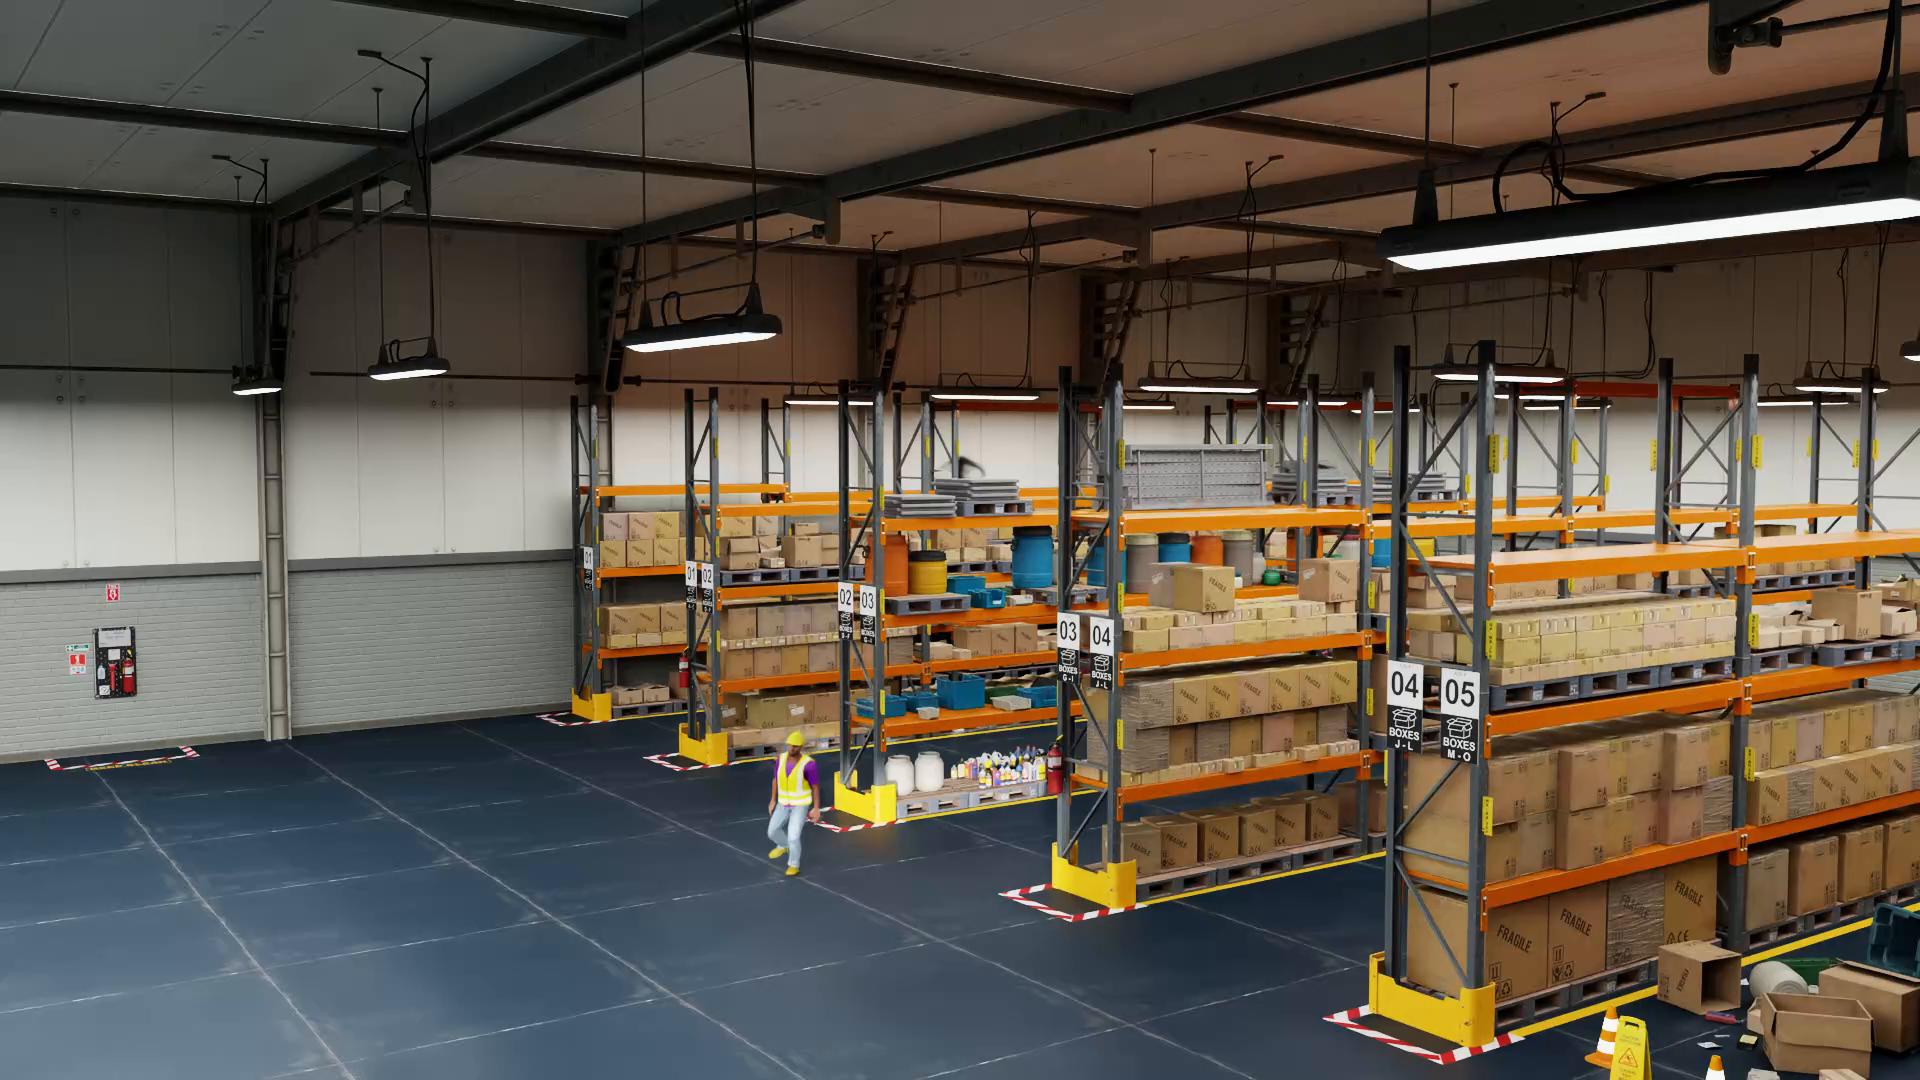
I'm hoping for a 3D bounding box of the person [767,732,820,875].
[{"bbox_3d":[-2.009,3.110,19.849,0.833,1.703,0.601,2,4,25],"label":"person"}]

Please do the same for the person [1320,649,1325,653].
[{"bbox_3d":[8.602,2.005,39.009,0.793,1.669,0.539,0,3,-3],"label":"person"}]
